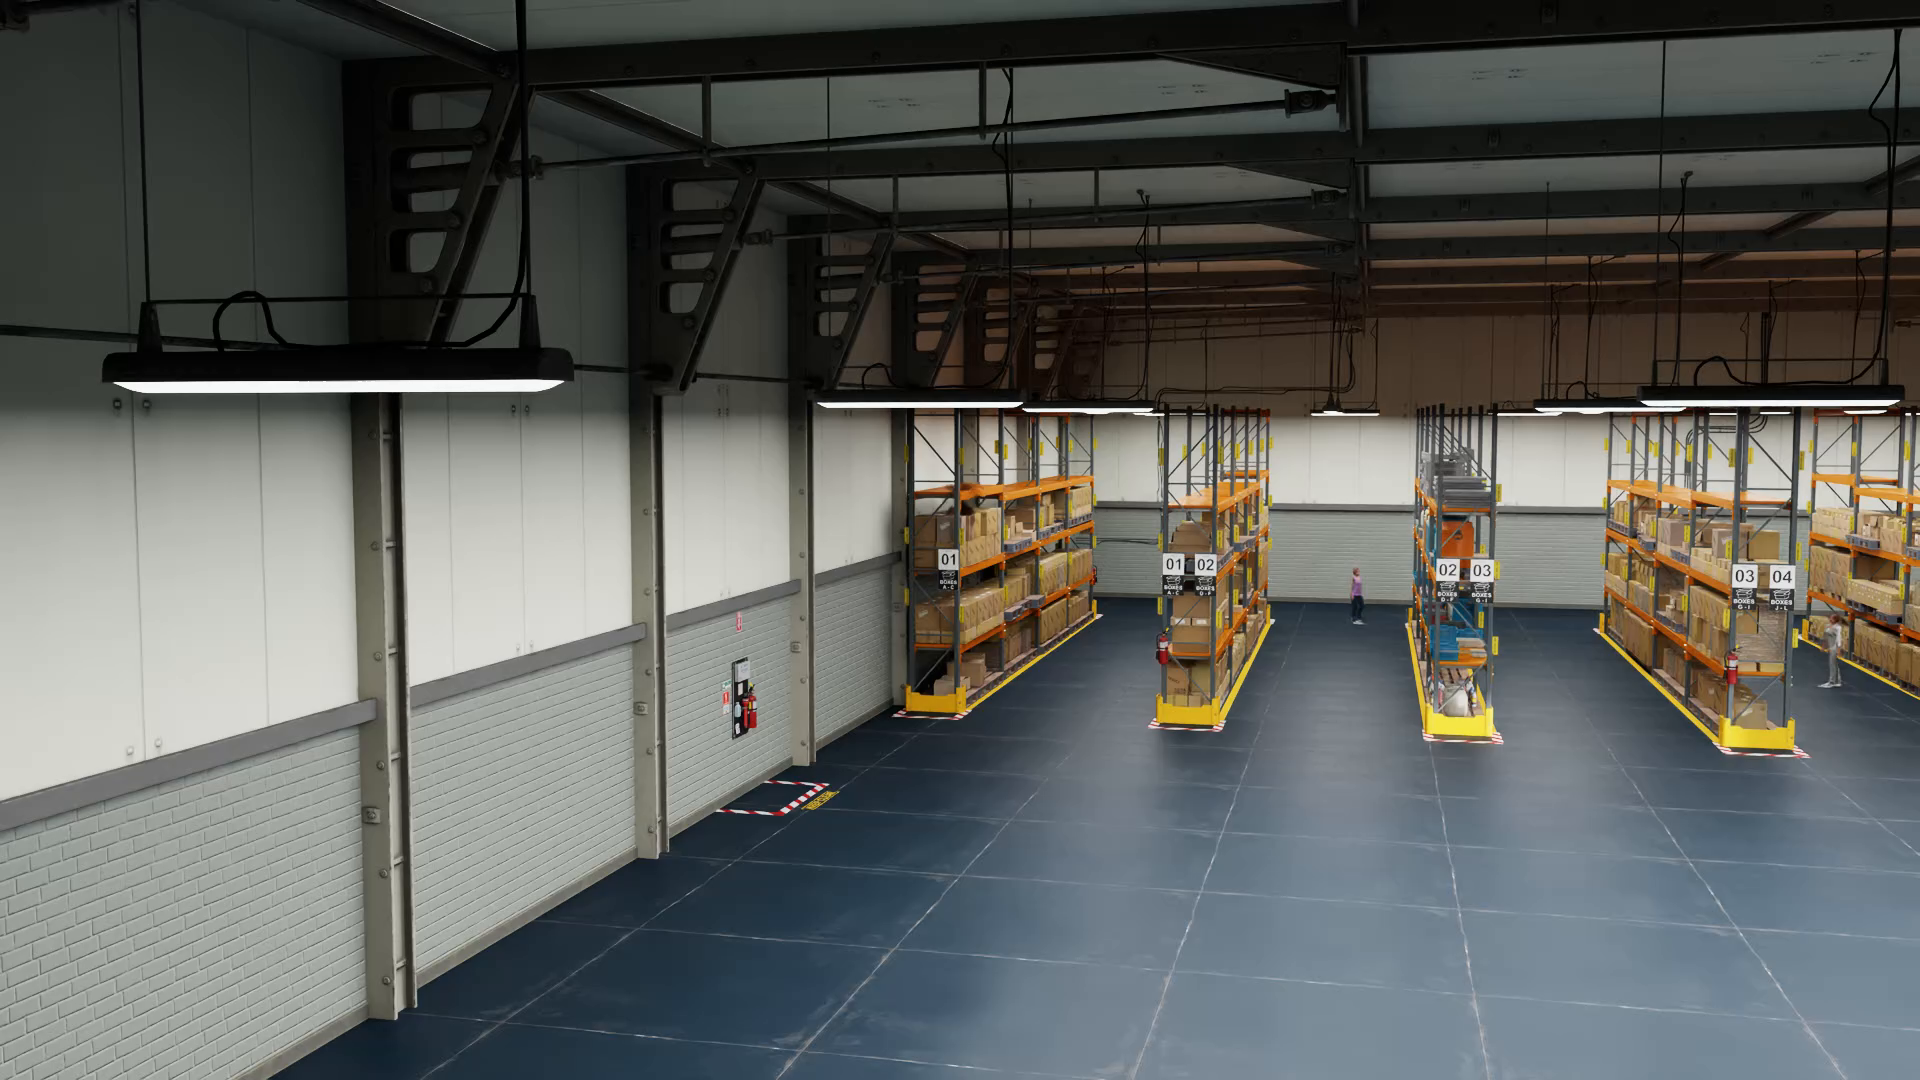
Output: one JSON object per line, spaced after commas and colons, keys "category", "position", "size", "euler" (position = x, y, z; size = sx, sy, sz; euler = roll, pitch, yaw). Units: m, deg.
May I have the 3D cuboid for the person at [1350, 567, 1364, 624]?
{"category": "person", "position": [11.072, 1.564, 46.343], "size": [0.501, 1.615, 0.346], "euler": [-2, 5, -28]}

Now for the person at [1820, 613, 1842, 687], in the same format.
{"category": "person", "position": [18.587, 2.341, 35.488], "size": [0.451, 1.594, 0.411], "euler": [1, 4, 8]}
